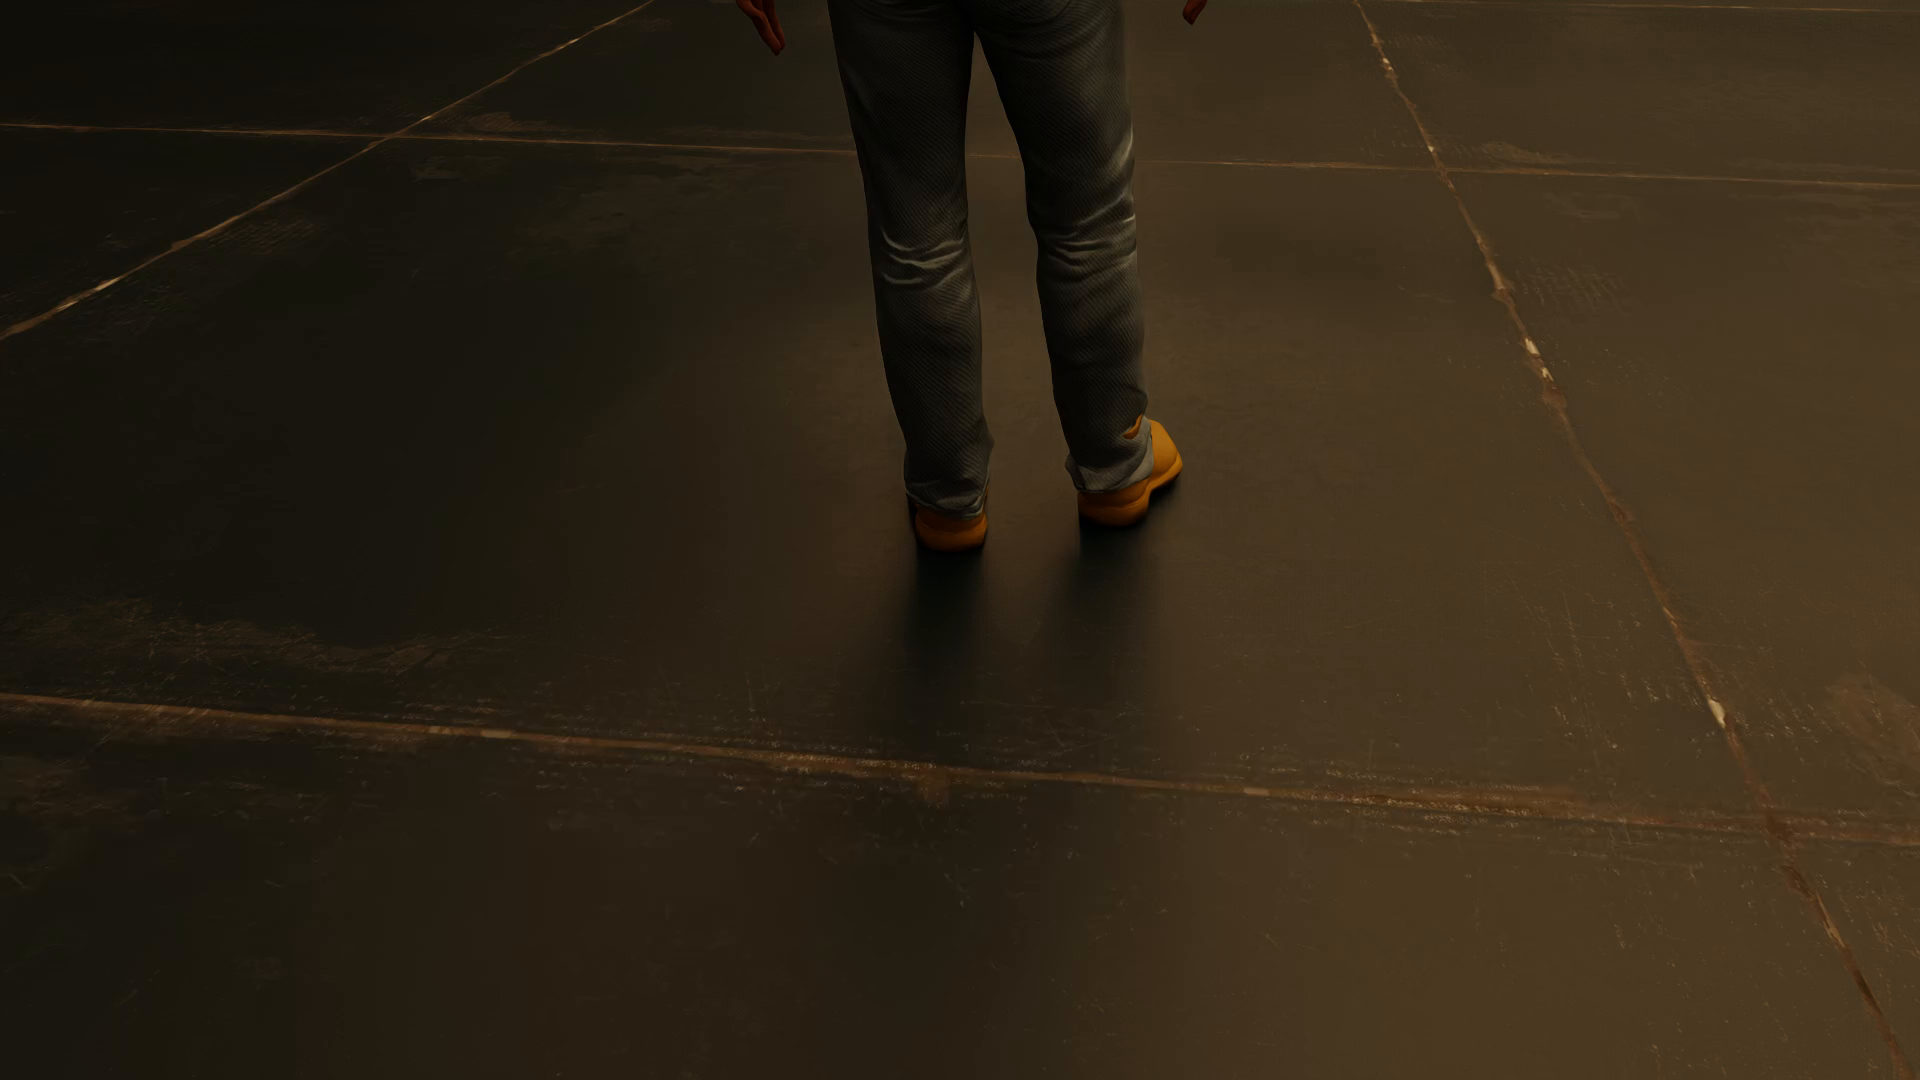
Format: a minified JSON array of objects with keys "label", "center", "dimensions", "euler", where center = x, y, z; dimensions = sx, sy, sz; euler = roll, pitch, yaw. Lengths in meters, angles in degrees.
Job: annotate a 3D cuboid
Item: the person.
[{"label":"person","center":[0.016,-0.827,2.163],"dimensions":[0.665,1.765,0.577],"euler":[3,27,7]}]
